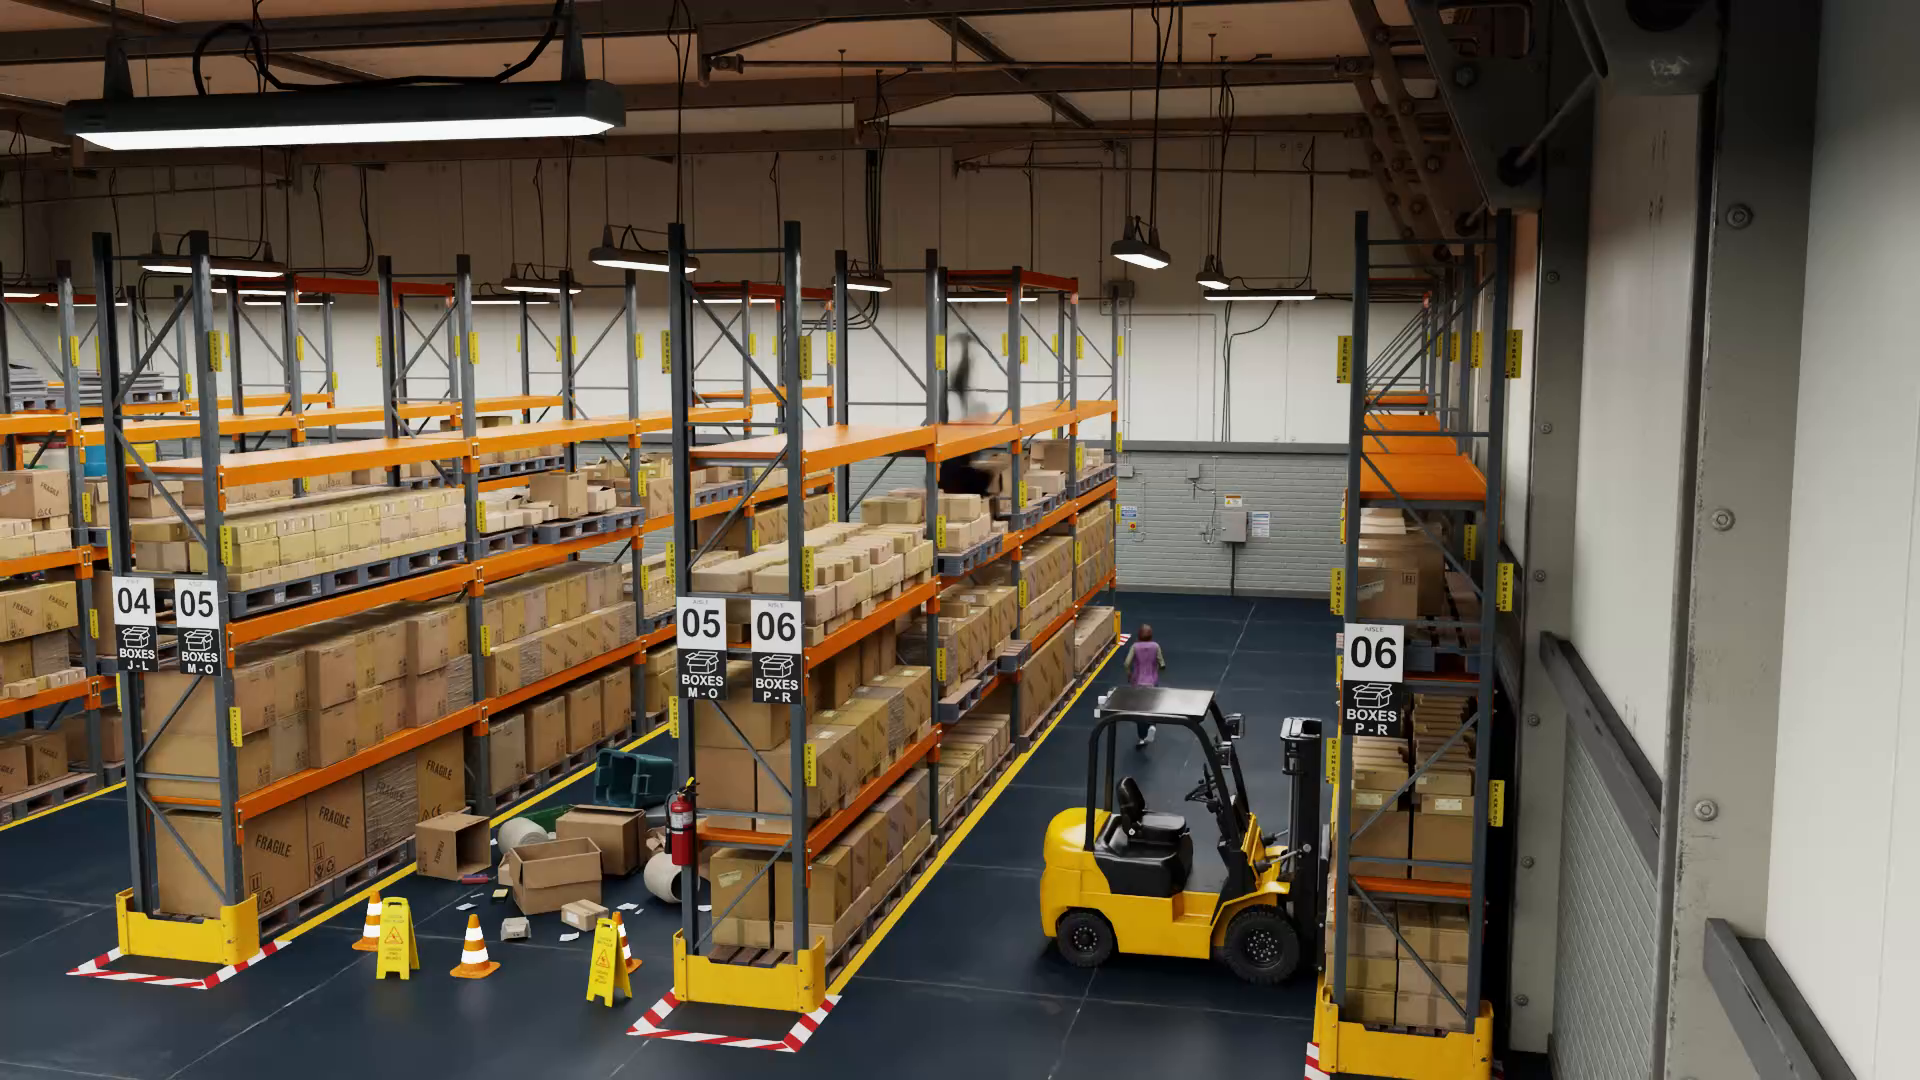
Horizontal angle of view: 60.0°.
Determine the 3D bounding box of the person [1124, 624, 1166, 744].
[{"bbox_3d":[2.326,1.855,20.908,0.526,1.577,0.758,0,7,2],"label":"person"}]
